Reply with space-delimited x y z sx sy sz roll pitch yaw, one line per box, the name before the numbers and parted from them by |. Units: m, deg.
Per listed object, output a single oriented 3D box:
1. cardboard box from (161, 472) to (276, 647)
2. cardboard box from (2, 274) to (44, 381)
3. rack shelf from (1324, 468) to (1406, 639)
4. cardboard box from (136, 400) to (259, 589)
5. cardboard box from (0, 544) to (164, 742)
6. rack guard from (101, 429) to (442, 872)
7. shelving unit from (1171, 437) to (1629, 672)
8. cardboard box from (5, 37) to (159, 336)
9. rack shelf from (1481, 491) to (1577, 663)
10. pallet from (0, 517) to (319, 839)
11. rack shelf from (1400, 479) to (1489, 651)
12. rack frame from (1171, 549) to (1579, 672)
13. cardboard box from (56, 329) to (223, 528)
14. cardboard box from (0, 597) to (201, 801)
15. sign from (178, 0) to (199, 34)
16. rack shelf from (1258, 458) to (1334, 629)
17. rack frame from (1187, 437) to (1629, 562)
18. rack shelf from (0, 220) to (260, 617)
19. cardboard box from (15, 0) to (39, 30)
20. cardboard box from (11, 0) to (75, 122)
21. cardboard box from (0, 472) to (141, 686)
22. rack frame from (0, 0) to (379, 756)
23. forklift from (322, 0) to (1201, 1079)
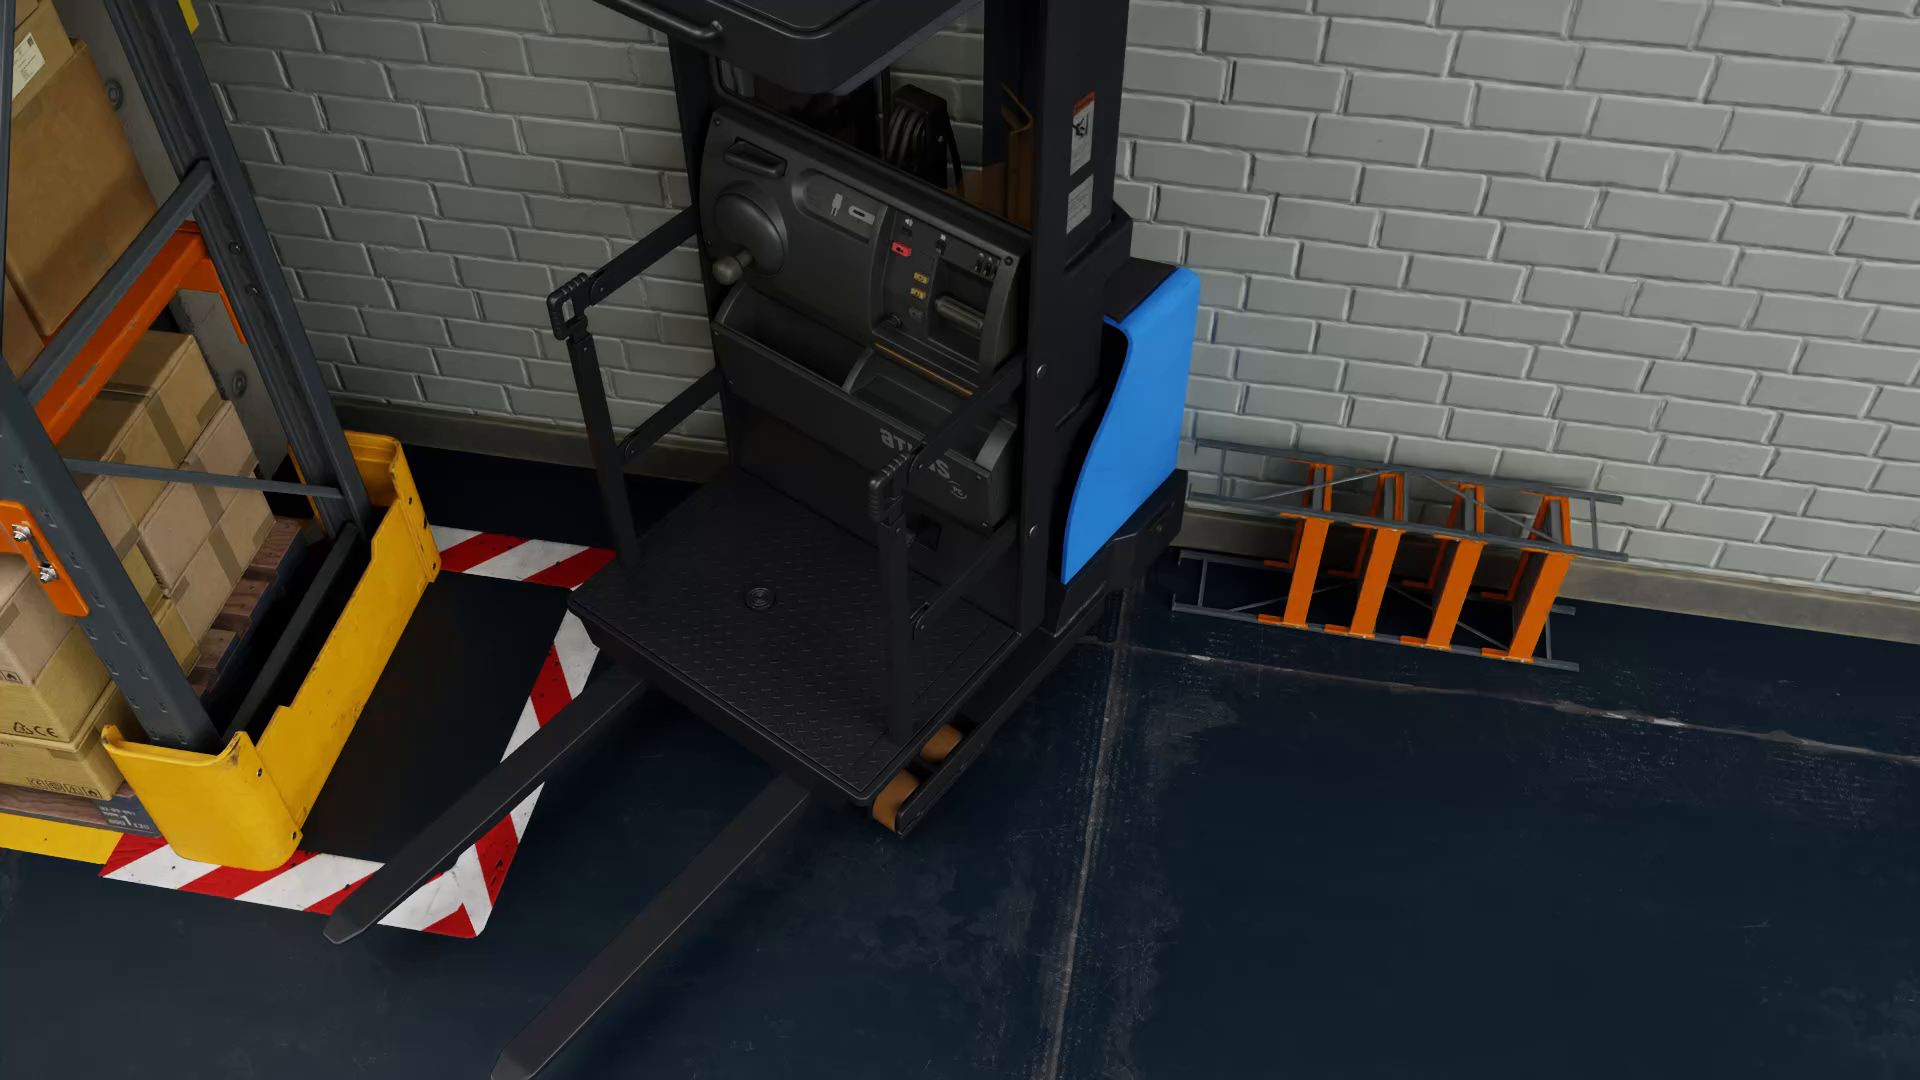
cardboard box | -2.350 0.010 4.791 0.500 0.250 0.500 8 49 7
cardboard box | -2.432 -0.467 3.586 0.500 0.500 0.500 7 48 6
rack shelf | 1.187 0.035 4.871 0.148 0.480 0.258 8 49 8
cardboard box | -2.327 -0.164 4.611 0.500 0.250 0.500 8 49 8
cardboard box | -2.436 0.215 4.270 0.500 0.250 0.500 7 48 6
rack guard | -1.878 0.278 4.664 0.348 0.500 1.175 8 49 7
shelving unit | 1.253 0.045 4.863 1.200 0.503 0.258 8 49 8
cardboard box | -2.340 -0.863 3.942 0.500 0.500 0.500 9 49 8
rack shelf | 1.638 0.102 4.811 0.148 0.480 0.258 8 49 8
pallet | -2.661 0.300 4.838 1.213 0.211 1.003 8 49 7
rack shelf | 1.406 0.068 4.842 0.148 0.480 0.258 8 49 8
rack frame | 1.253 0.208 5.044 1.200 0.015 0.240 8 49 8
cardboard box | -2.341 -0.319 4.414 0.500 0.250 0.500 7 48 6
cardboard box | -2.420 0.387 4.452 0.500 0.250 0.500 8 49 7
sign | -1.797 -1.282 3.750 0.005 0.325 0.100 8 49 7
rack shelf | 0.992 0.006 4.897 0.148 0.480 0.258 8 49 8
rack frame | 1.253 -0.118 4.681 1.200 0.015 0.240 8 49 8
rack shelf | -3.870 -0.585 4.243 4.000 0.370 1.077 8 49 7
cardboard box | -2.194 -1.111 3.529 0.250 0.149 0.380 7 48 6
cardboard box | -2.189 -1.046 3.670 0.250 0.149 0.380 7 48 6
cardboard box | -2.410 0.051 4.082 0.500 0.250 0.500 9 49 8
rack frame | -1.901 -0.561 3.738 0.127 3.000 1.000 8 49 7
forklift | -0.384 -0.608 3.826 1.130 2.935 3.031 30 55 24
